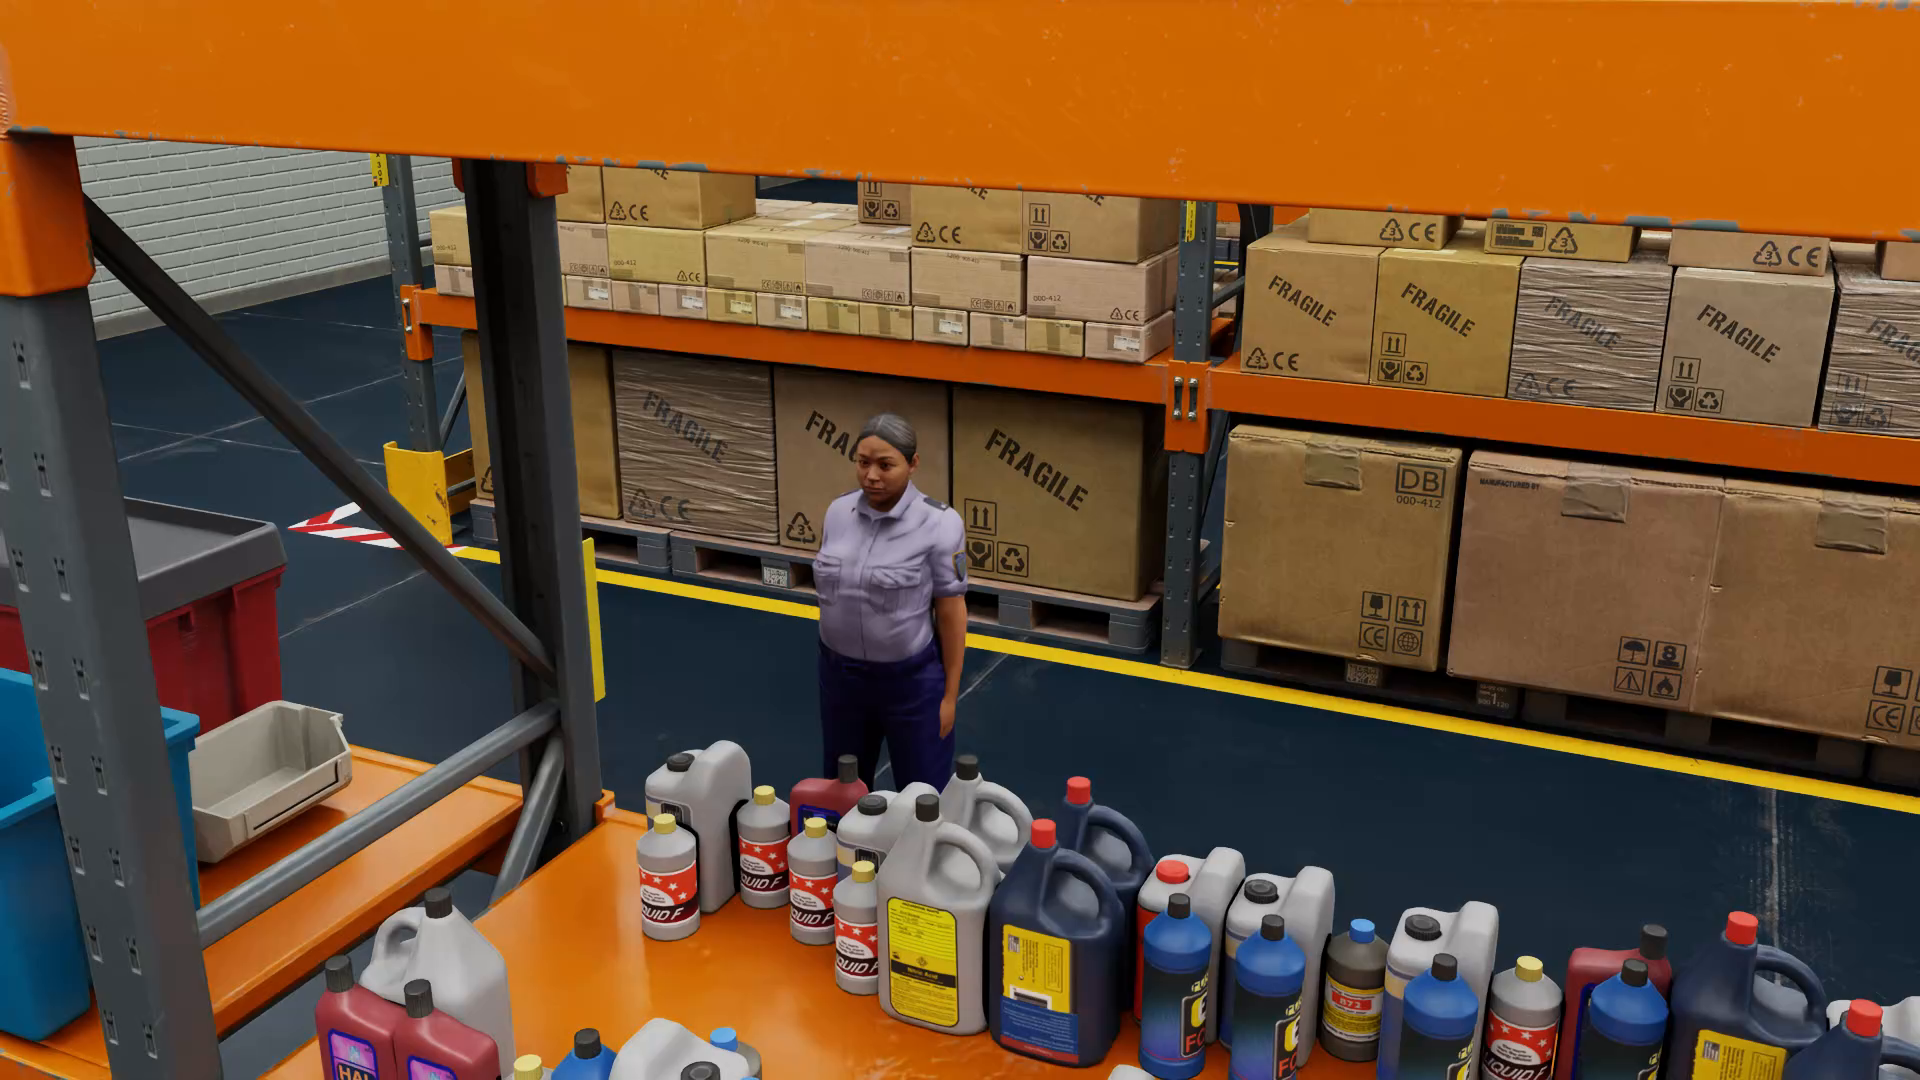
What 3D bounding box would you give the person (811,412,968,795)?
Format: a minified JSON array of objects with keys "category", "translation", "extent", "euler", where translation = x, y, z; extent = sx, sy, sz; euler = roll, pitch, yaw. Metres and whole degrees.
[{"category":"person","translation":[-0.208,0.442,4.845],"extent":[0.467,1.637,0.343],"euler":[9,21,24]}]
